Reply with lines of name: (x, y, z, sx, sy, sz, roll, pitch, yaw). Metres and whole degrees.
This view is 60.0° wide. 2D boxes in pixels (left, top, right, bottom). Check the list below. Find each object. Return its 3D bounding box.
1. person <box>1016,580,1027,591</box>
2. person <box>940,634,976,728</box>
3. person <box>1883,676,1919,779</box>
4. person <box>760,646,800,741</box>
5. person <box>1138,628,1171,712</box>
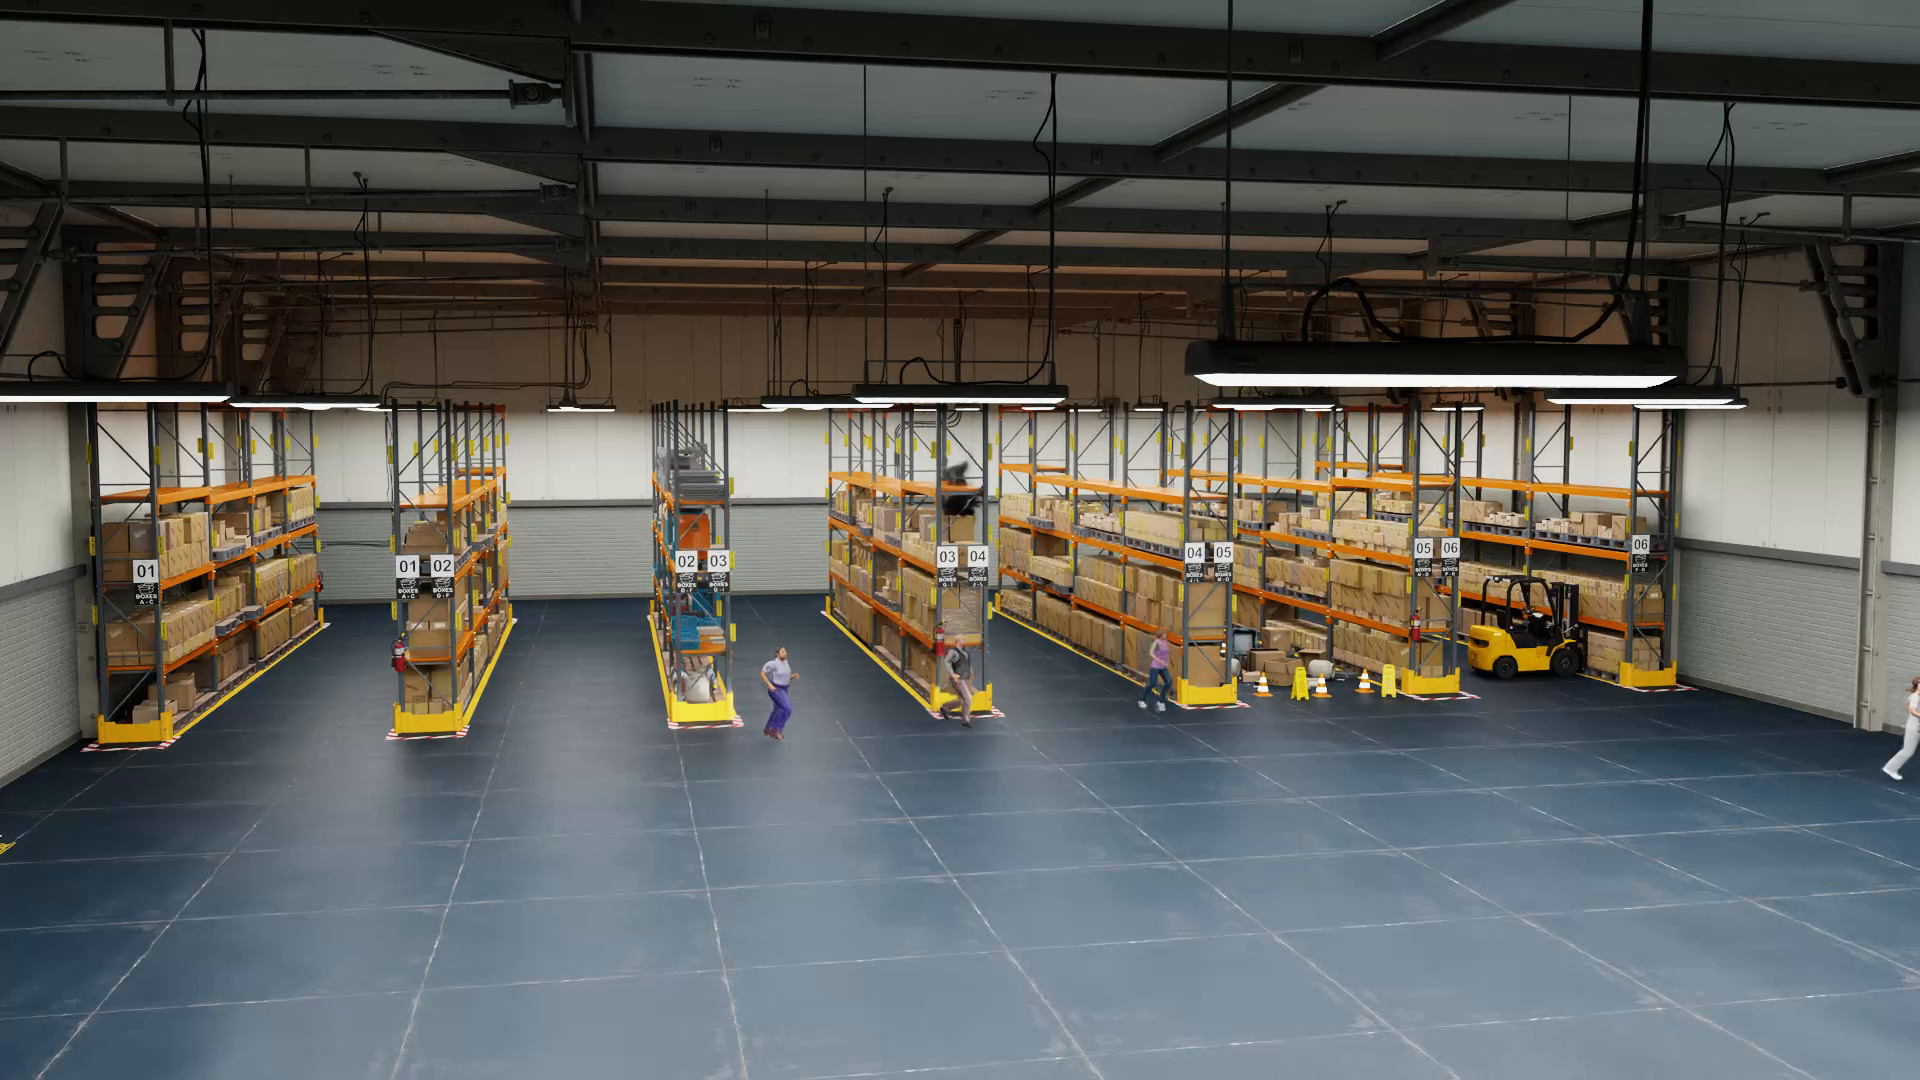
person: (1.904, 1.164, 50.125, 0.698, 1.643, 0.734, 2, 5, 24)
person: (-0.023, 2.584, 30.624, 0.804, 1.704, 0.678, 2, 5, 29)
person: (14.767, 2.948, 25.707, 0.556, 1.700, 0.859, -4, 6, -43)
person: (-3.166, 2.710, 29.382, 0.686, 1.677, 0.575, 2, 5, 21)
person: (3.851, 2.508, 32.304, 0.608, 1.603, 0.630, -4, 6, -41)
